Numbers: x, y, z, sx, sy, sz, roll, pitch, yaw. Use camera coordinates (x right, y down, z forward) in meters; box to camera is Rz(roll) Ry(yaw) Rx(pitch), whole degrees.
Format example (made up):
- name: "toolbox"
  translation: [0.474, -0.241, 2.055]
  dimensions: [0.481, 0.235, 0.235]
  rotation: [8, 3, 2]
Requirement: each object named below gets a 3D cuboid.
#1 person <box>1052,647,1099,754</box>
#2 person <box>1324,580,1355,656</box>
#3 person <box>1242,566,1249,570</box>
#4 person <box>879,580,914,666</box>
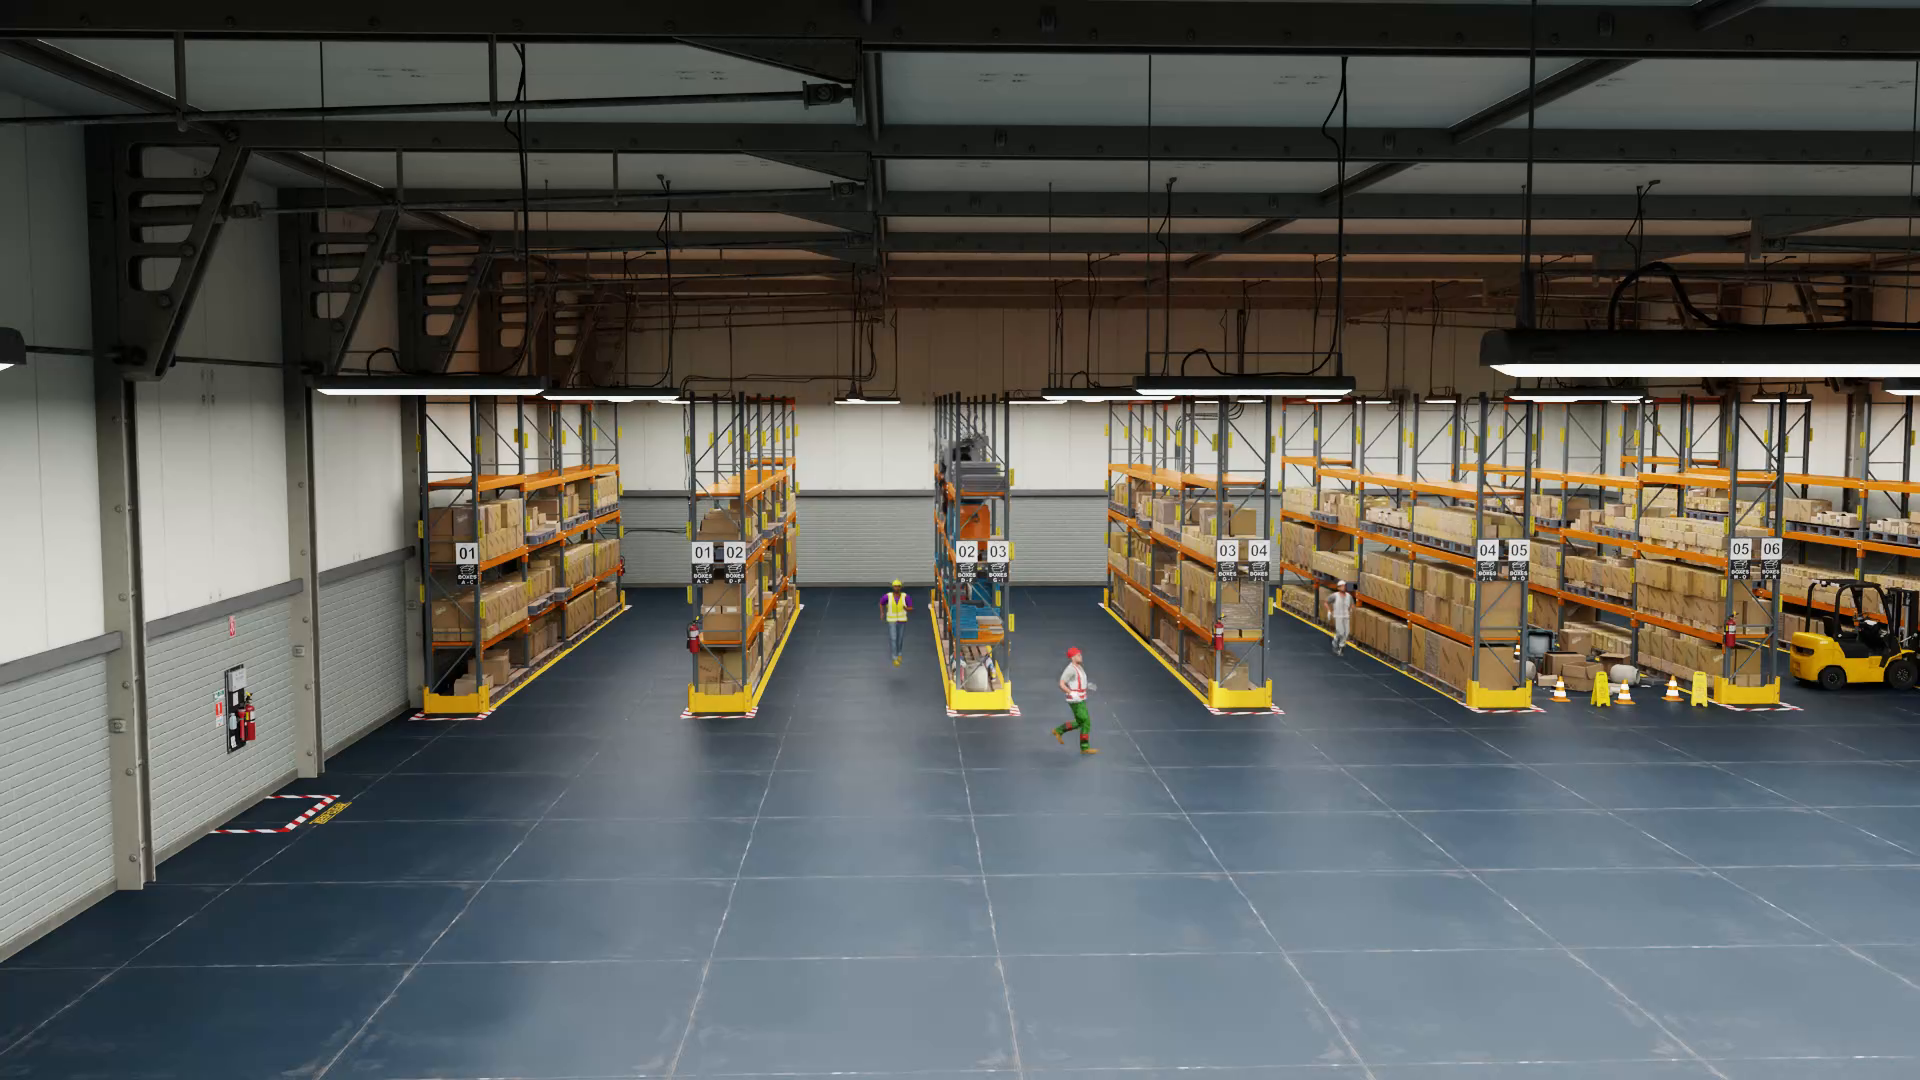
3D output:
- name: "person"
  translation: [1.862, 2.647, 27.476]
  dimensions: [0.769, 1.757, 0.667]
  rotation: [2, 5, 21]
- name: "person"
  translation: [8.721, 1.797, 37.946]
  dimensions: [0.643, 1.743, 0.615]
  rotation: [-1, 5, -12]
- name: "person"
  translation: [7.937, 1.201, 45.906]
  dimensions: [0.606, 1.747, 0.683]
  rotation: [1, 5, 11]
- name: "person"
  translation: [-1.317, 1.739, 34.931]
  dimensions: [0.700, 1.804, 0.900]
  rotation: [-1, 5, -11]
